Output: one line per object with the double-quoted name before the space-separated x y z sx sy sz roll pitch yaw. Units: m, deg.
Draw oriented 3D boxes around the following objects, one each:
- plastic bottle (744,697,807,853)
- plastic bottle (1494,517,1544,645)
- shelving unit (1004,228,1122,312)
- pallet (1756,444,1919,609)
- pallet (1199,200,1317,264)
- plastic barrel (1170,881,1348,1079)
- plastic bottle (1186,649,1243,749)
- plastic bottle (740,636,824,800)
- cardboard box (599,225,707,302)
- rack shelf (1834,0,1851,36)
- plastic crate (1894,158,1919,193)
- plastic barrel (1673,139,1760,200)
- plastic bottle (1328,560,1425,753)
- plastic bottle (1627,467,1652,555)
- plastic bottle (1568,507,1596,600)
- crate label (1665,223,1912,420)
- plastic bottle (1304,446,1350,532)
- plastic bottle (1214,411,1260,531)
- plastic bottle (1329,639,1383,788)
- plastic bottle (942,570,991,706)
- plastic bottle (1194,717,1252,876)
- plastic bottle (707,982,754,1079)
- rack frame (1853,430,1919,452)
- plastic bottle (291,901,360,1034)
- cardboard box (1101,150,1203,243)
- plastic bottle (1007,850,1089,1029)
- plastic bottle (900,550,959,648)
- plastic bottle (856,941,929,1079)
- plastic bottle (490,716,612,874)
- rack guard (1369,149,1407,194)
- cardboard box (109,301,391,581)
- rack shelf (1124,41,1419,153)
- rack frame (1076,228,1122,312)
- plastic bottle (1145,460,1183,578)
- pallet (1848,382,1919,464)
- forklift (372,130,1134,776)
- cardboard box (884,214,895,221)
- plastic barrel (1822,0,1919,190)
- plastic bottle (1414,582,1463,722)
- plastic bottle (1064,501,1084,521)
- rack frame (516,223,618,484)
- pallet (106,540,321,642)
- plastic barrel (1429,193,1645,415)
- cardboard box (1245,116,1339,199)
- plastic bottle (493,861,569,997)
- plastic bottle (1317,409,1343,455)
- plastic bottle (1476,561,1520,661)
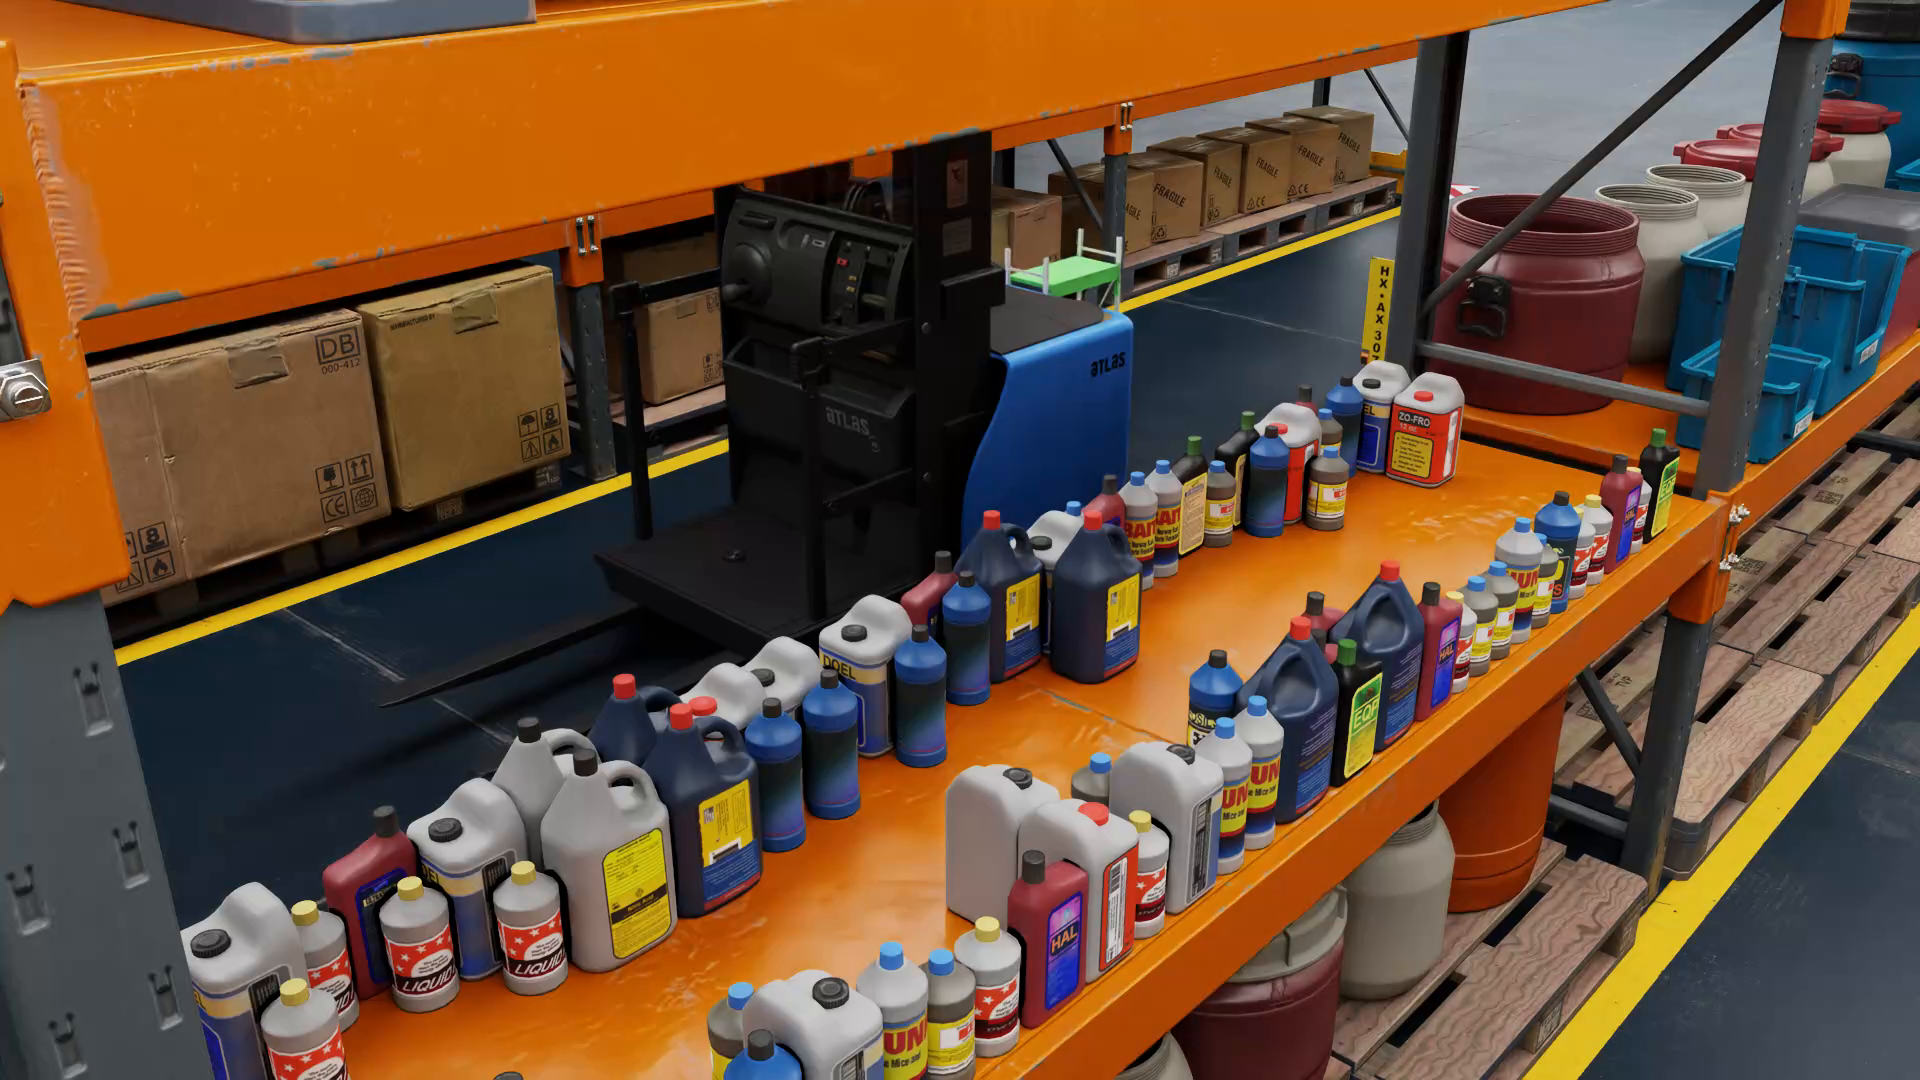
"plastic bottle" -0.318 0.396 2.857 0.097 0.271 0.097 0 24 0
"plastic bottle" 1.187 0.081 3.560 0.097 0.271 0.097 0 24 0
"shelving unit" 0.450 -0.735 7.422 0.258 1.200 0.503 21 32 39
"pallet" 3.818 -0.133 7.288 1.003 0.211 1.213 20 31 38
"pallet" 1.861 -2.323 12.172 1.003 0.211 1.213 20 31 38
"plastic barrel" 0.576 0.970 3.854 0.600 0.588 0.708 20 31 38
"plastic bottle" 0.460 0.325 3.016 0.097 0.271 0.097 0 24 0
"plastic bottle" -0.333 0.325 3.011 0.152 0.276 0.135 20 31 38
"cardboard box" -1.620 -1.403 8.314 0.500 0.250 0.500 22 32 40
"rack shelf" 2.979 -2.086 5.449 1.077 0.370 4.000 20 31 38
"plastic crate" 3.809 -1.227 6.339 0.392 0.384 0.575 20 31 38
"plastic barrel" 2.733 -1.130 5.938 0.433 0.535 0.433 0 24 0
"plastic bottle" 0.792 0.211 3.173 0.144 0.351 0.185 20 31 38
"plastic bottle" 1.601 -0.076 3.995 0.097 0.201 0.097 0 24 0
"plastic bottle" 1.382 0.024 3.772 0.097 0.201 0.097 0 24 0
"crate label" 2.509 -0.681 5.060 0.502 0.435 0.616 20 31 38
"plastic bottle" 0.911 -0.133 4.122 0.097 0.201 0.097 0 24 0
"plastic bottle" 0.682 -0.170 4.106 0.061 0.283 0.133 20 31 38
"plastic bottle" 0.717 0.302 3.053 0.061 0.283 0.133 20 31 38
"plastic bottle" 0.013 0.189 3.319 0.097 0.271 0.097 0 24 0
"plastic bottle" 0.438 0.424 2.796 0.097 0.271 0.097 0 24 0
"plastic bottle" -0.294 0.696 2.274 0.097 0.201 0.097 0 24 0
"rack frame" 4.314 -1.655 7.275 1.000 3.000 0.127 20 31 38
"plastic bottle" -0.946 0.622 2.439 0.097 0.201 0.097 0 24 0
"cardboard box" 1.299 -2.346 11.358 0.500 0.500 0.500 -13 27 -27
"plastic bottle" 0.130 0.570 2.455 0.061 0.283 0.133 20 31 38
"plastic bottle" -0.058 0.168 3.352 0.061 0.283 0.133 20 31 38
"plastic bottle" -0.091 0.665 2.258 0.097 0.271 0.097 0 24 0
"plastic bottle" -0.656 0.436 2.672 0.144 0.351 0.185 20 31 38
"rack guard" 3.244 -3.062 13.469 1.175 0.500 0.348 20 31 38
"cardboard box" -3.121 -0.537 6.864 1.225 0.875 0.875 20 31 38
"rack shelf" 1.960 -3.288 11.797 1.077 0.370 4.000 20 31 38
"rack frame" 0.618 -0.807 7.583 0.240 1.200 0.015 21 32 39
"plastic bottle" 0.465 -0.054 3.862 0.097 0.271 0.097 0 24 0
"pallet" 4.793 -0.576 8.276 1.003 0.211 1.213 20 31 38
"forklift" -0.670 -0.955 5.798 1.130 2.935 3.031 21 32 39
"cardboard box" -0.506 -1.576 9.615 0.700 0.500 0.500 17 29 33
"plastic barrel" 3.830 -1.849 7.094 0.600 0.901 0.708 20 31 38
"plastic bottle" 0.929 0.205 3.269 0.061 0.283 0.133 20 31 38
"plastic bottle" 0.246 0.046 3.639 0.097 0.271 0.097 0 24 0
"rack frame" -2.044 -1.789 7.573 1.000 3.000 0.127 20 31 38
"pallet" -3.441 0.073 6.828 1.003 0.211 1.213 20 31 38
"plastic barrel" 1.728 -0.722 5.029 0.600 0.536 0.708 20 31 38
"cardboard box" 2.492 -2.900 12.593 0.500 0.500 0.500 -15 28 -30
"plastic bottle" -0.654 0.582 2.529 0.097 0.201 0.097 0 24 0
"plastic bottle" 0.952 -0.245 4.372 0.097 0.201 0.097 0 24 0
"plastic bottle" 1.122 0.143 3.508 0.097 0.201 0.097 0 24 0
